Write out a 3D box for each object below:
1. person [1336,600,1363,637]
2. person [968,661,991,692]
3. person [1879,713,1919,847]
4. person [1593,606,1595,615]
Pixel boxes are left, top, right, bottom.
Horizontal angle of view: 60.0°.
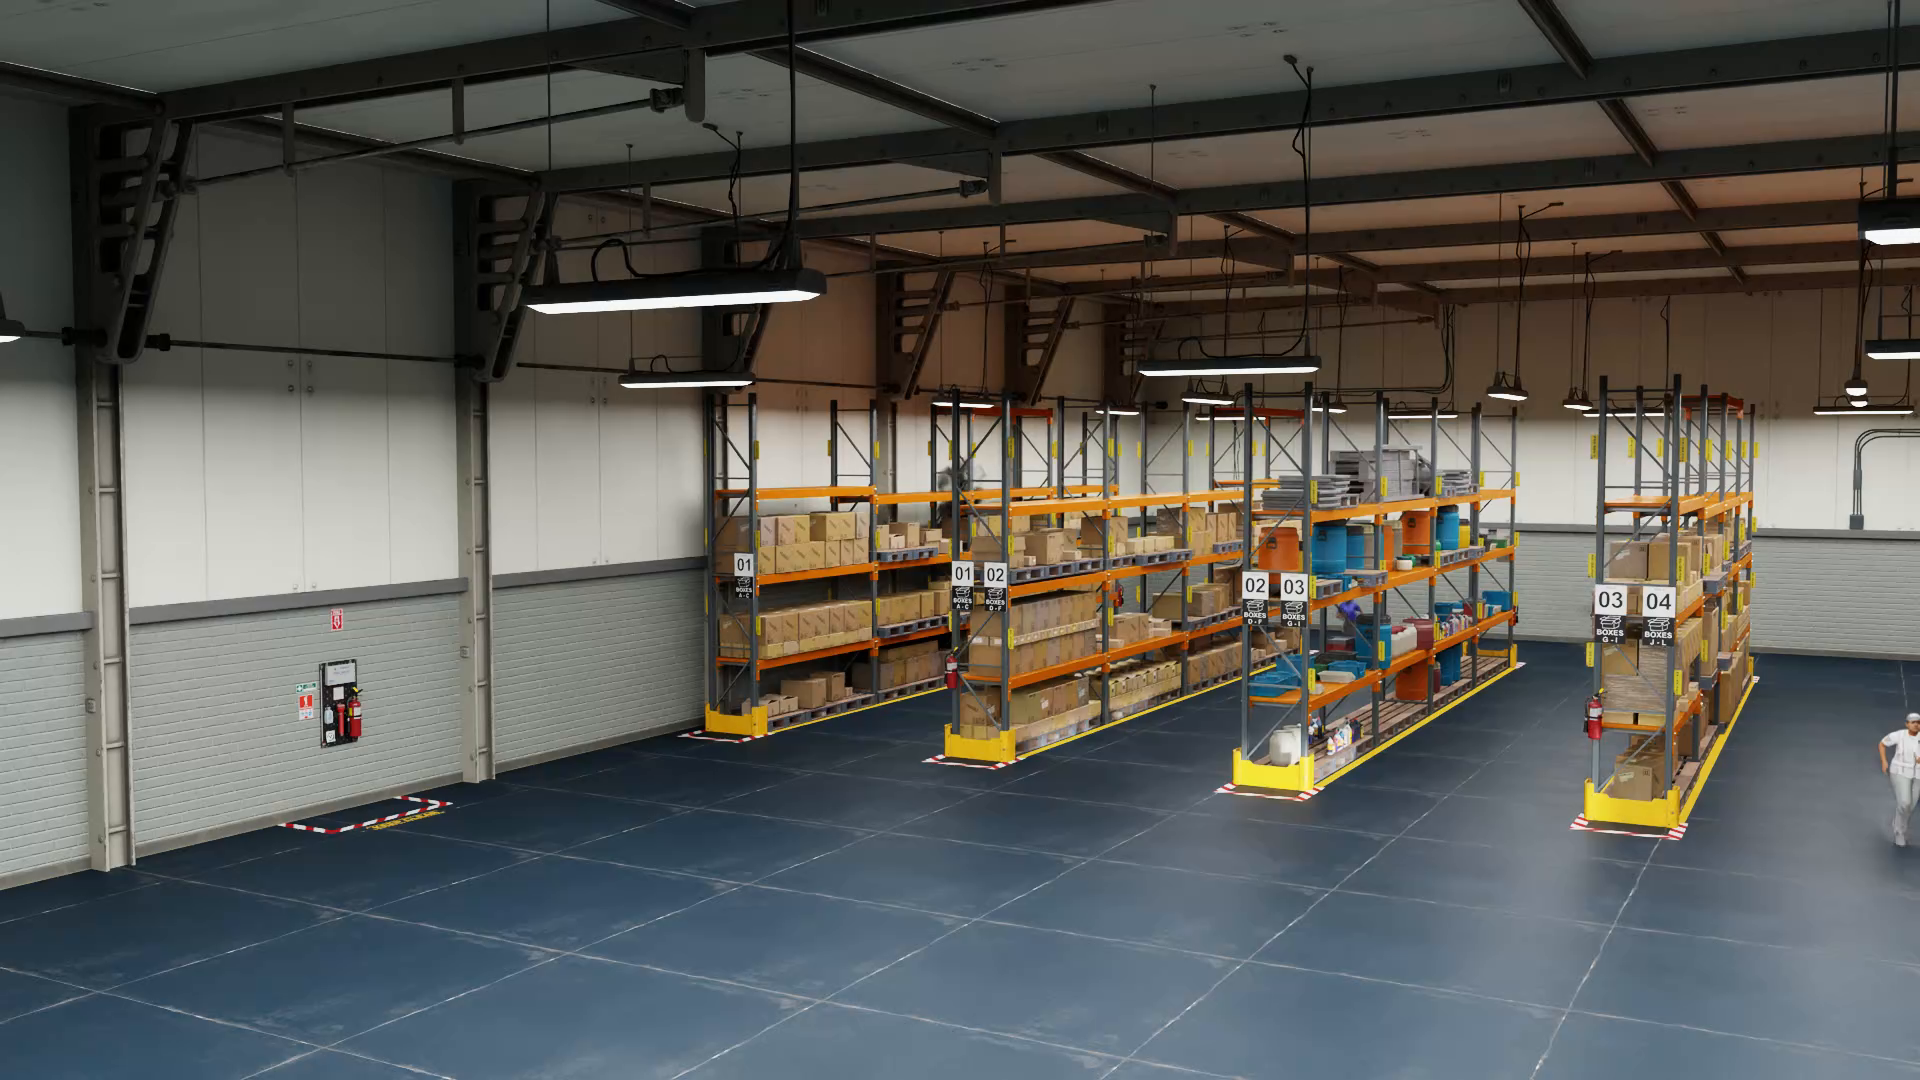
[{"bbox_3d":[9.241,2.062,39.514,0.615,1.601,0.902,1,3,19],"label":"person"},{"bbox_3d":[0.423,2.433,31.887,0.651,1.678,0.590,1,3,15],"label":"person"},{"bbox_3d":[12.094,3.047,21.187,0.595,1.710,0.680,0,3,8],"label":"person"},{"bbox_3d":[15.013,2.030,38.941,0.686,1.729,0.756,2,4,39],"label":"person"}]
